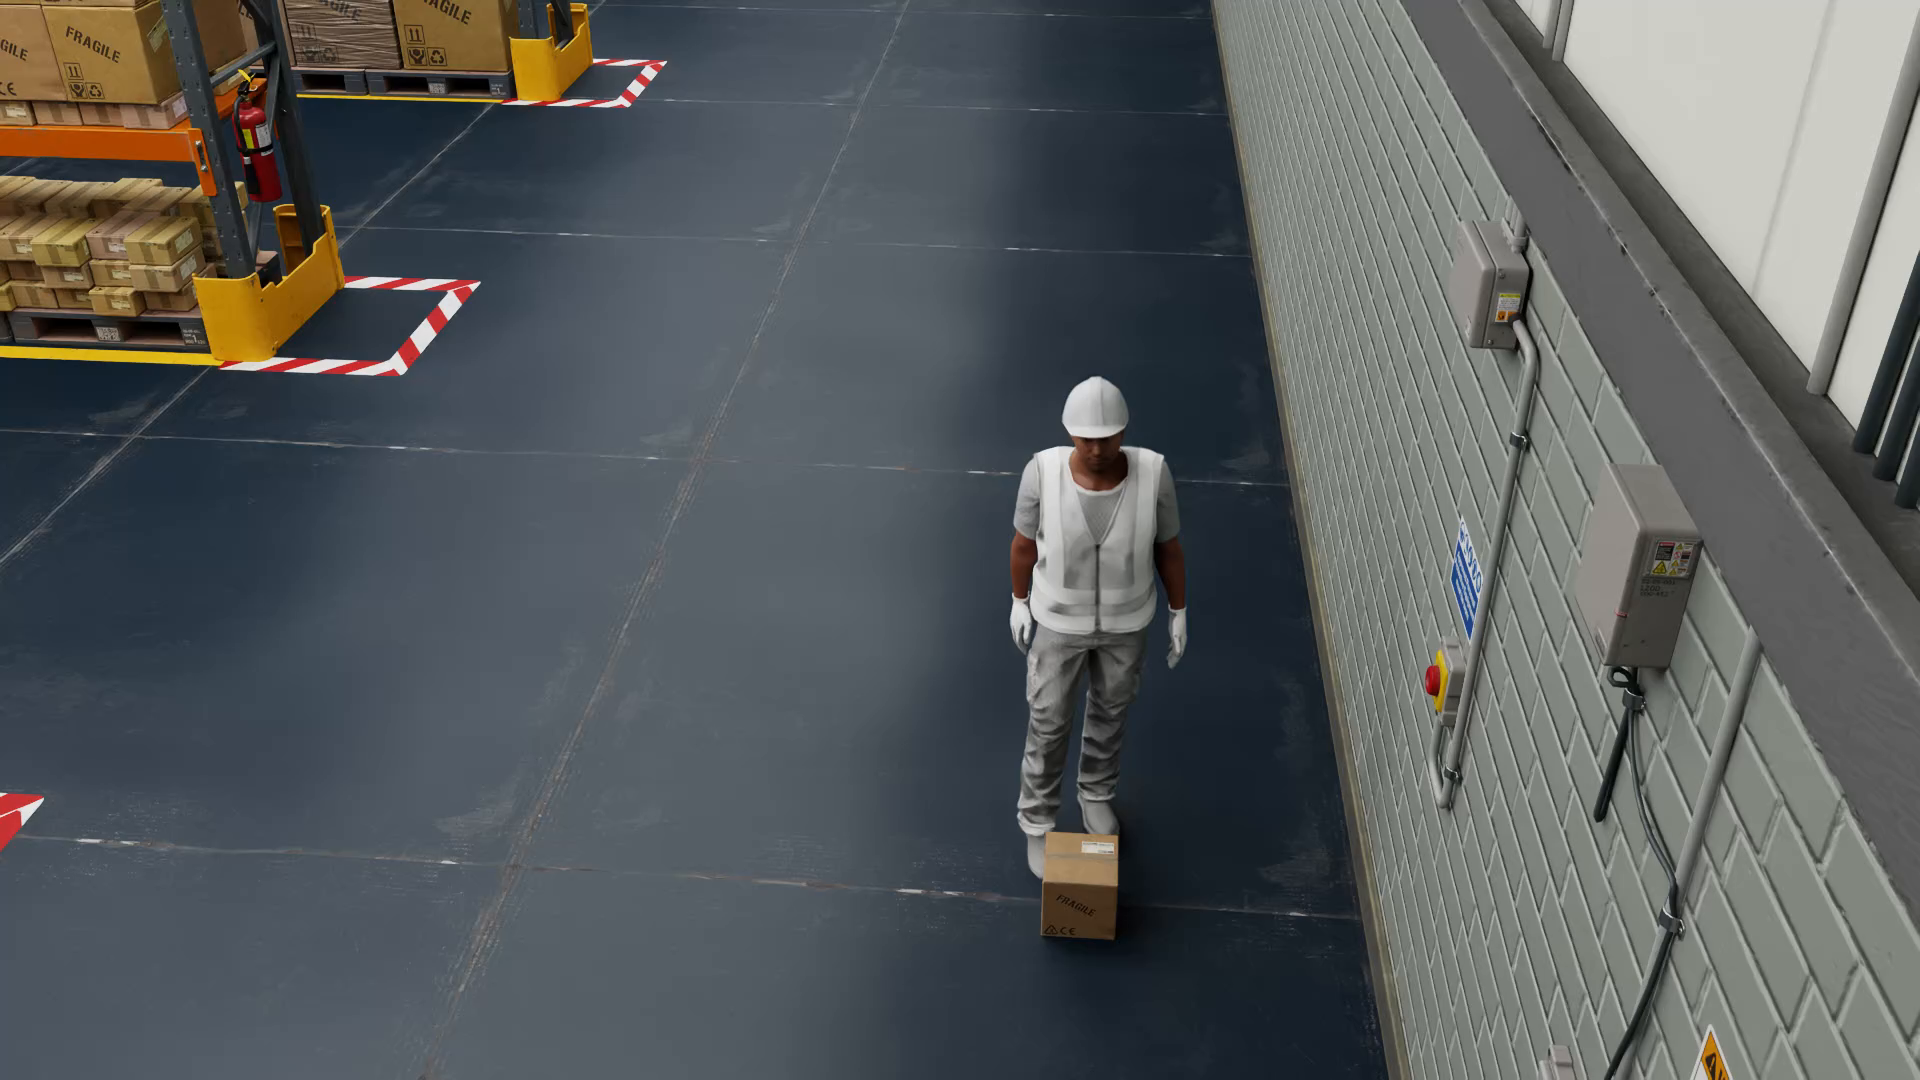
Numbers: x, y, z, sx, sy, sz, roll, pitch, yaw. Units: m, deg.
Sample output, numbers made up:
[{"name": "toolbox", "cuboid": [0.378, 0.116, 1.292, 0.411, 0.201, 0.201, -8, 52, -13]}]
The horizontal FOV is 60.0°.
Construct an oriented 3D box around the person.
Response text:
[{"name": "person", "cuboid": [0.479, 0.318, 5.620, 0.594, 1.825, 0.517, -2, 32, -3]}]
